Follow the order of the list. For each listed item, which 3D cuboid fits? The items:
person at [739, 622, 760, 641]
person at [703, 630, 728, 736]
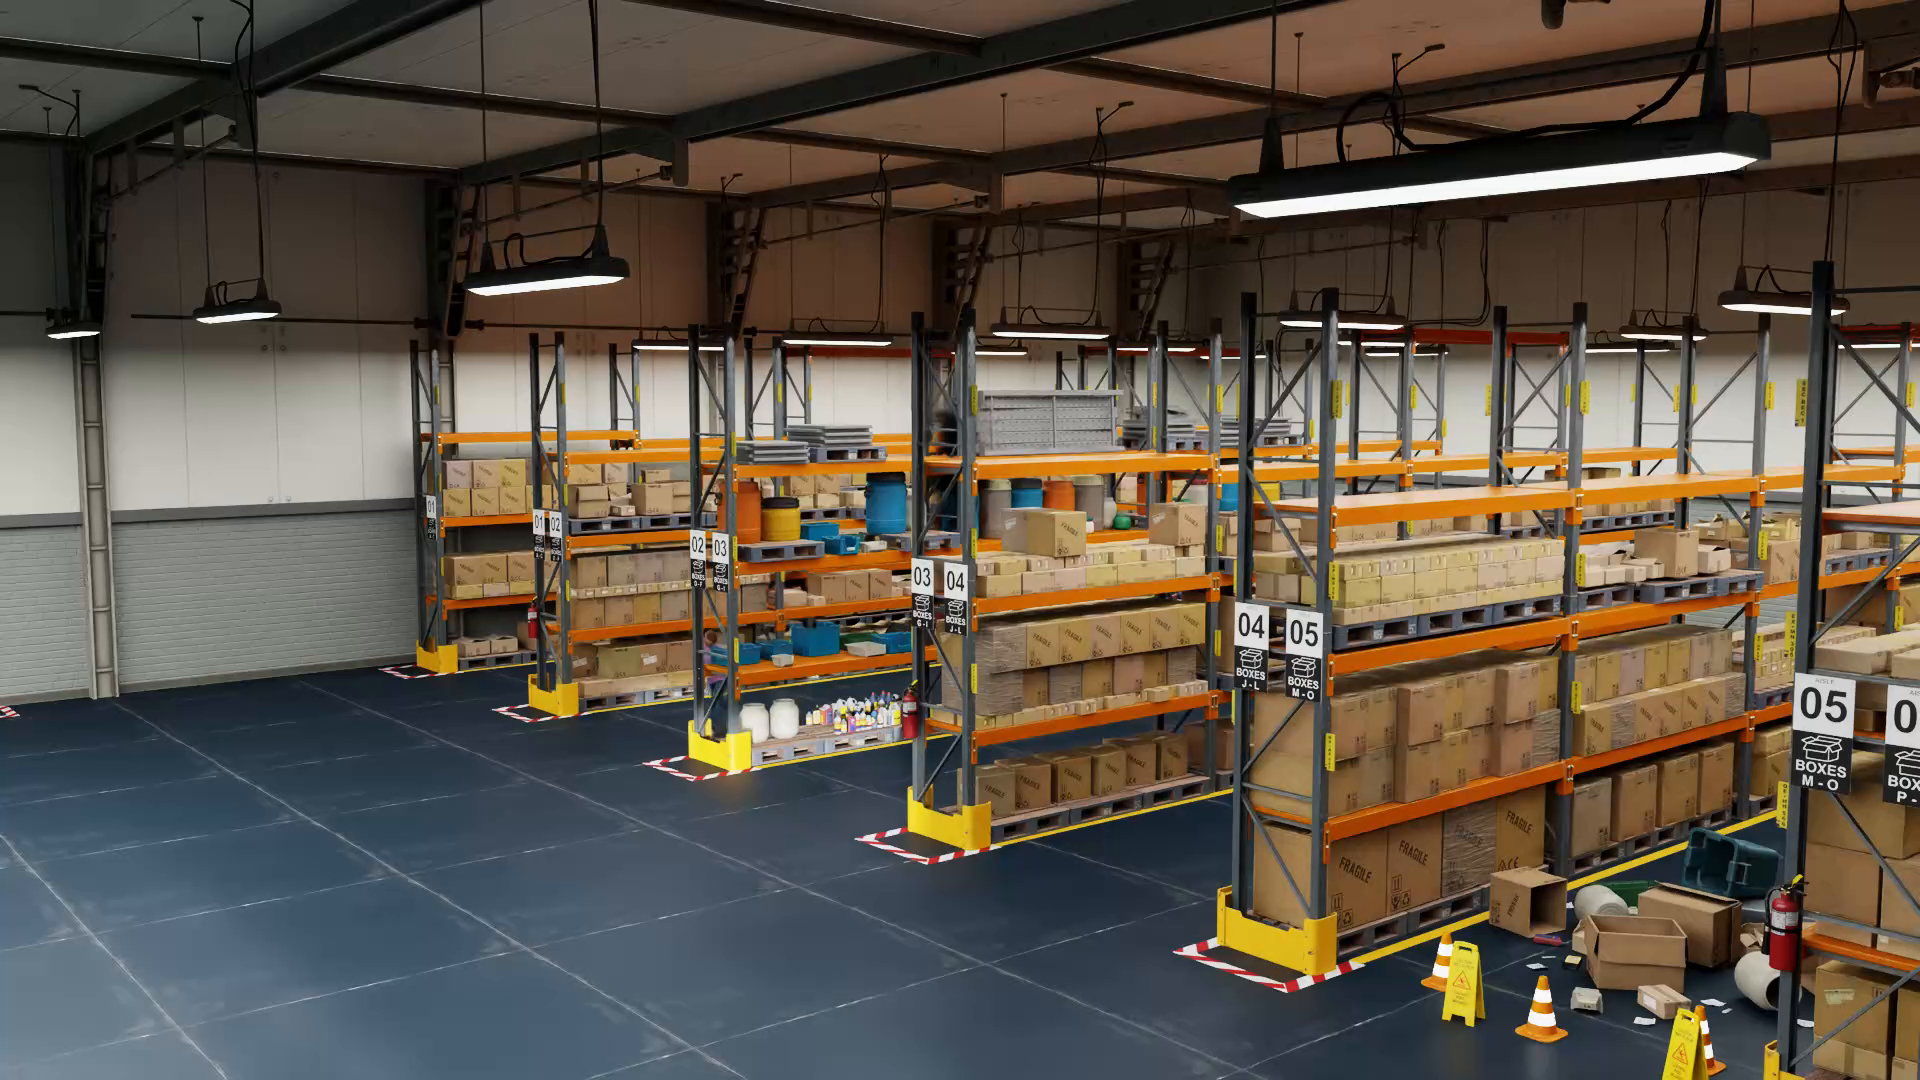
[{"bbox_3d":[-3.886,1.471,30.994,0.672,1.682,0.707,4,7,38],"label":"person"},{"bbox_3d":[-3.584,2.098,24.638,0.549,1.580,0.913,3,6,32],"label":"person"}]
